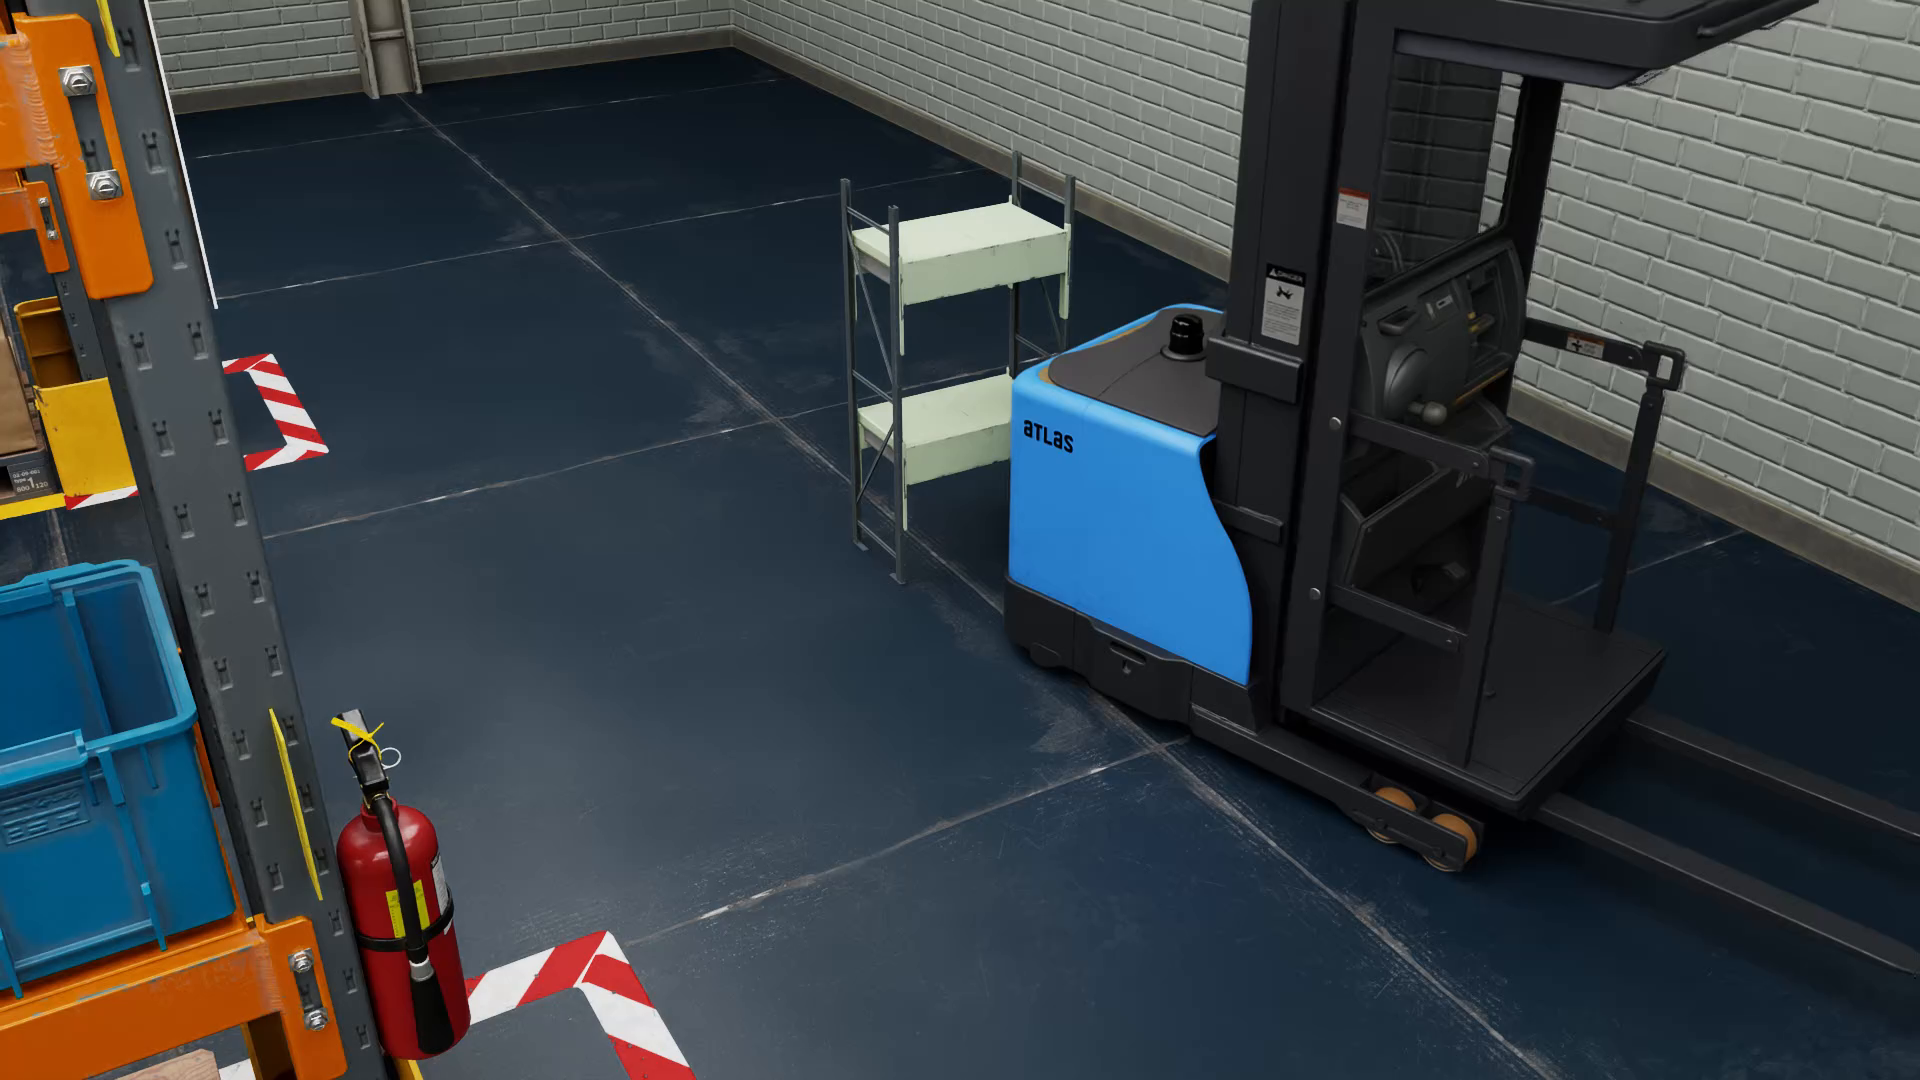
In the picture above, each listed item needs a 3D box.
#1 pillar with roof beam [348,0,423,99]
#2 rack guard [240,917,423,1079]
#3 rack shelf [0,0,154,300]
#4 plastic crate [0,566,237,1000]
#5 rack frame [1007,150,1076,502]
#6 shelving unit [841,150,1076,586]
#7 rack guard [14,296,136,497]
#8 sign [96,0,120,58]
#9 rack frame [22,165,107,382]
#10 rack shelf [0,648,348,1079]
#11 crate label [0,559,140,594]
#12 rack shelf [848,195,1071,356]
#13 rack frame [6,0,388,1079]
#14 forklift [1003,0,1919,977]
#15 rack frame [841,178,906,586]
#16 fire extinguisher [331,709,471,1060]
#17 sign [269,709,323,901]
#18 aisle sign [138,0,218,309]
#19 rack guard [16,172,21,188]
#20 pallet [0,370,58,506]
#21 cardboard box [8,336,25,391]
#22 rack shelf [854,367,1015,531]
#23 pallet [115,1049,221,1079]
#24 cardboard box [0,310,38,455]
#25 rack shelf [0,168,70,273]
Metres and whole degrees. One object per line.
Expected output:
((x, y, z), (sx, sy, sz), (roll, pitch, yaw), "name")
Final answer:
((-2.317, -5.704, 7.772), (0.400, 9.000, 9.100), (-16, 33, -26), "pillar with roof beam")
((-1.354, 1.361, 3.767), (0.348, 0.500, 1.175), (-16, 33, -26), "rack guard")
((-3.093, -0.231, 1.704), (4.000, 0.370, 1.077), (-16, 33, -26), "rack shelf")
((-1.563, 0.396, 2.830), (0.499, 0.435, 0.616), (-16, 33, -26), "plastic crate")
((0.310, -0.745, 6.547), (0.023, 1.500, 0.400), (-16, 33, -26), "rack frame")
((-0.006, -0.655, 6.385), (0.755, 1.500, 0.431), (-16, 33, -26), "shelving unit")
((-3.940, -0.674, 7.453), (0.348, 0.500, 1.175), (-16, 33, -26), "rack guard")
((-1.076, -0.765, 2.035), (0.005, 0.325, 0.100), (-16, 33, -26), "sign")
((-3.875, -1.787, 6.883), (0.127, 3.000, 1.000), (-16, 33, -26), "rack frame")
((-3.093, 1.082, 2.429), (4.000, 0.370, 1.077), (-16, 33, -26), "rack shelf")
((-1.748, 0.248, 3.307), (0.303, 0.233, 0.416), (-16, 33, -26), "crate label")
((-0.006, -0.997, 6.196), (0.720, 0.370, 0.431), (-16, 33, -26), "rack shelf")
((-1.369, 0.278, 3.142), (0.127, 3.000, 1.000), (-16, 33, -26), "rack frame")
((1.583, -0.582, 4.772), (3.031, 2.935, 1.130), (24, 37, 36), "forklift")
((-0.321, -0.565, 6.222), (0.023, 1.500, 0.400), (-16, 33, -26), "rack frame")
((-1.008, 0.627, 2.975), (0.183, 0.674, 0.296), (-16, 33, -26), "fire extinguisher")
((-1.076, 0.431, 2.695), (0.005, 0.325, 0.100), (-16, 33, -26), "sign")
((-1.158, -0.756, 2.325), (0.004, 0.787, 0.394), (-16, 33, -26), "aisle sign")
((-6.367, -2.761, 11.235), (0.348, 0.500, 1.175), (-16, 33, -26), "rack guard")
((-4.627, -0.352, 7.169), (1.213, 0.211, 1.003), (-16, 33, -26), "pallet")
((-4.410, -0.772, 7.539), (0.250, 0.149, 0.380), (-16, 33, -26), "cardboard box")
((-0.006, -0.370, 6.542), (0.720, 0.370, 0.431), (-16, 33, -26), "rack shelf")
((-2.099, 1.684, 3.480), (1.213, 0.211, 1.003), (-16, 33, -26), "pallet")
((-4.219, -0.649, 6.954), (0.500, 0.500, 0.500), (-16, 33, -26), "cardboard box")
((-5.599, -0.982, 6.170), (4.000, 0.370, 1.077), (-16, 33, -26), "rack shelf")
